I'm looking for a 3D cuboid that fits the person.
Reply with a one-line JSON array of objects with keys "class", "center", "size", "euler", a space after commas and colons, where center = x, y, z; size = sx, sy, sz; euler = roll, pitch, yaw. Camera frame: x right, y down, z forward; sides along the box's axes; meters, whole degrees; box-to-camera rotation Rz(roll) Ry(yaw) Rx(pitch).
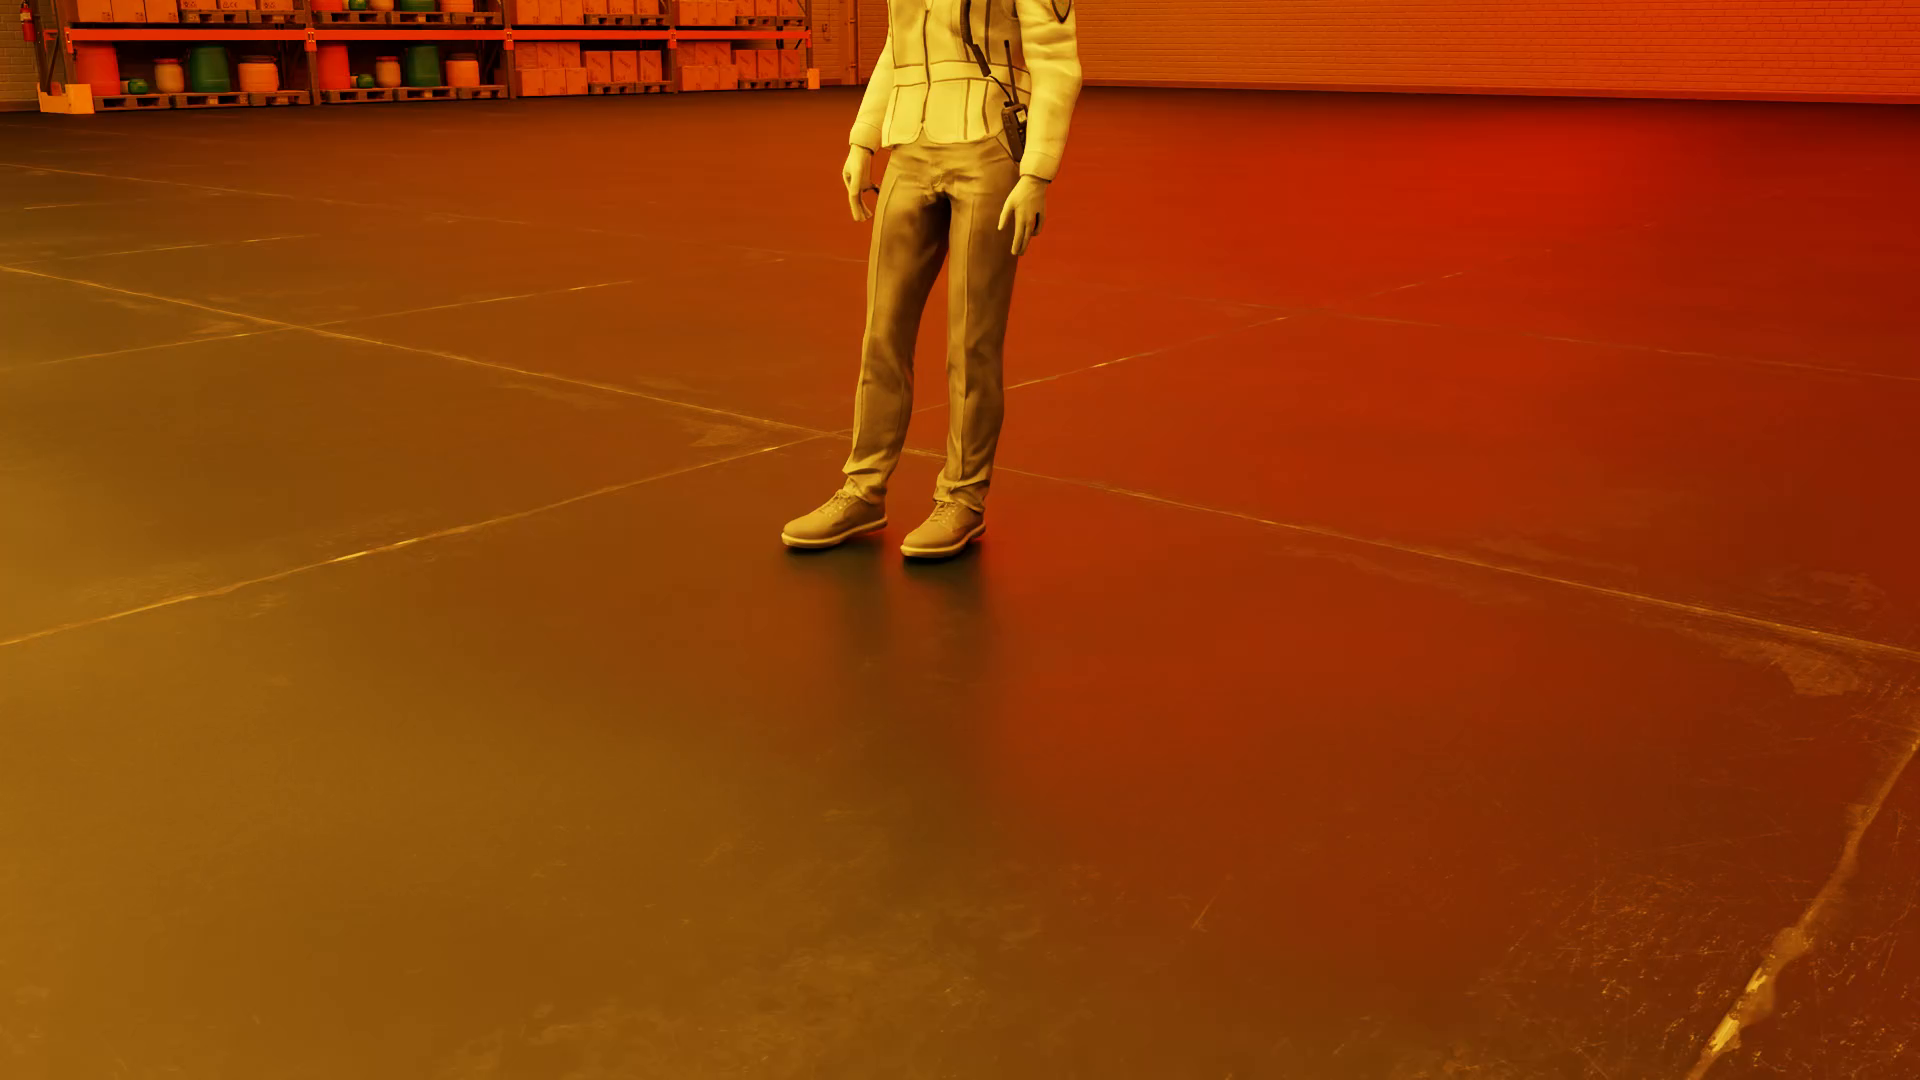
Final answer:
[{"class": "person", "center": [-0.049, -0.804, 3.648], "size": [0.586, 1.694, 0.531], "euler": [13, 21, 37]}]
